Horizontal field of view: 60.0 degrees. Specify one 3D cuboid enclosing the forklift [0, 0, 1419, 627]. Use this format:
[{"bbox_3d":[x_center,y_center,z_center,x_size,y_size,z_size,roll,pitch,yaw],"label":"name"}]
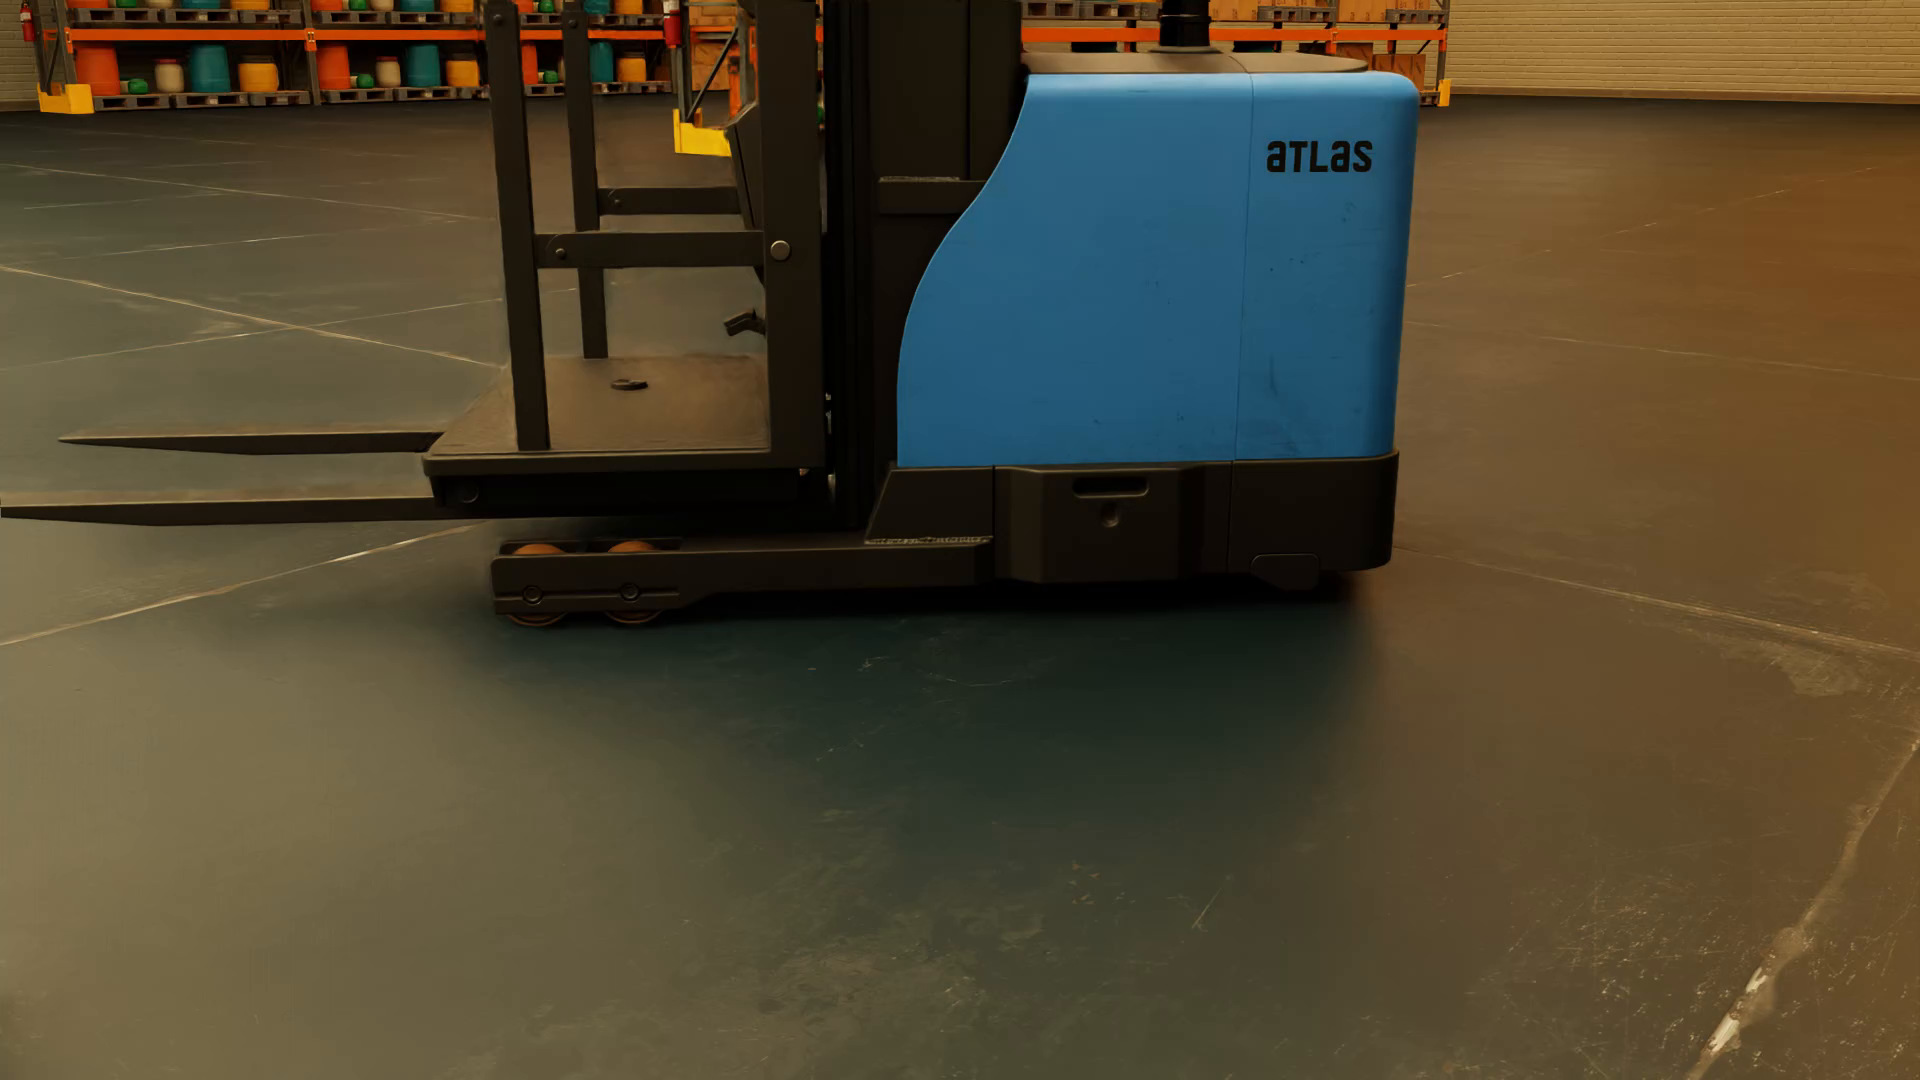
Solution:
[{"bbox_3d":[-0.621,-1.386,3.463,3.031,2.935,1.130,-1,17,-5],"label":"forklift"}]
